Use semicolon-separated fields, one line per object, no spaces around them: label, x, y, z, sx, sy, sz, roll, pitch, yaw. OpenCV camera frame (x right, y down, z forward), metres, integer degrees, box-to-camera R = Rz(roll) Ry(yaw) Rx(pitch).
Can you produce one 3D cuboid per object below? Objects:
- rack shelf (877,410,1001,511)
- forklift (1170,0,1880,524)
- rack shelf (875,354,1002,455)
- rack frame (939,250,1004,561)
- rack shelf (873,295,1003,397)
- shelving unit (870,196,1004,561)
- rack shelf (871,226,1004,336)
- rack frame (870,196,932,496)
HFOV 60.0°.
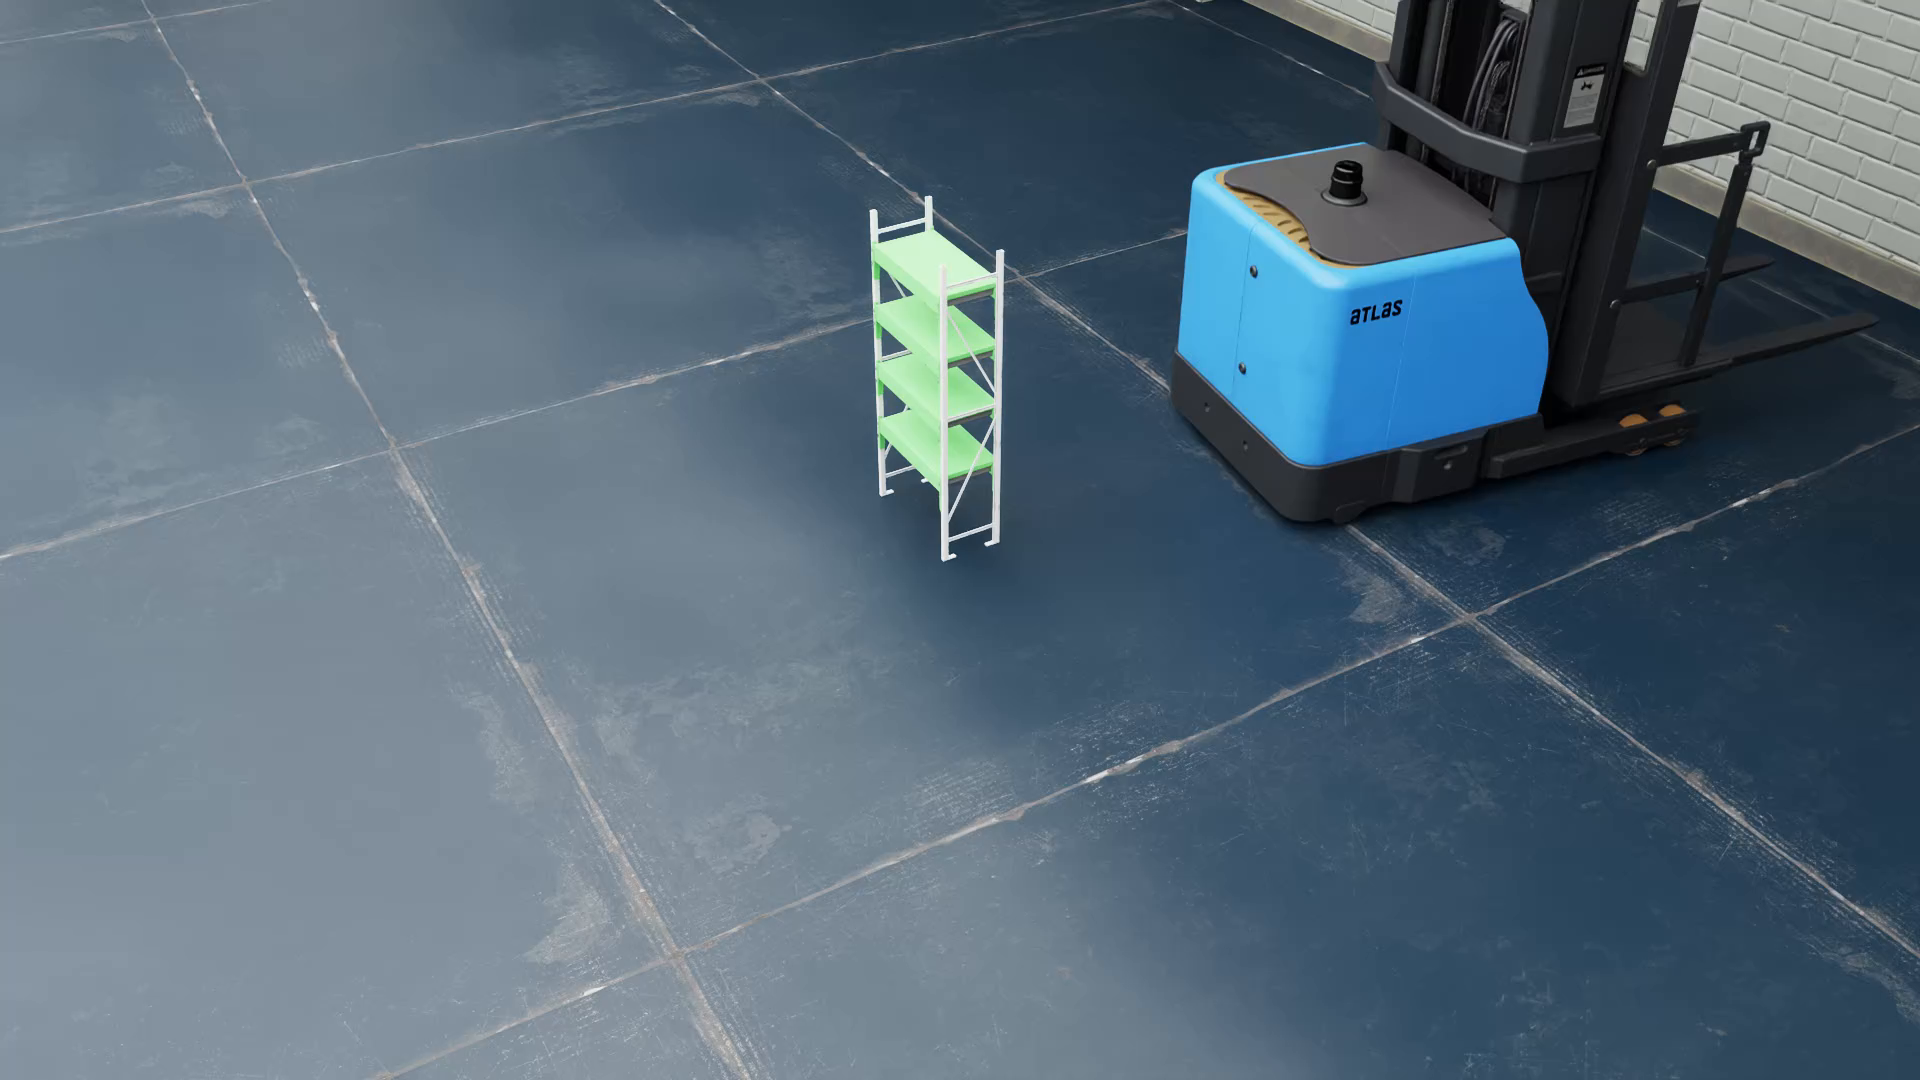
rack shelf;-0.083;-0.324;6.191;0.258;0.148;0.480;-19;40;-24
forklift;2.443;-1.798;6.226;3.031;2.935;1.130;-14;38;-18
rack shelf;-0.083;-0.517;6.049;0.258;0.148;0.480;-19;40;-24
rack frame;0.039;-0.445;5.841;0.240;1.200;0.015;-19;40;-24
rack shelf;-0.083;-0.711;5.908;0.258;0.148;0.480;-19;40;-24
shelving unit;-0.083;-0.569;6.012;0.258;1.200;0.503;-19;40;-24
rack shelf;-0.083;-0.905;5.766;0.258;0.148;0.480;-19;40;-24
rack frame;-0.206;-0.693;6.182;0.240;1.200;0.015;-19;40;-24
